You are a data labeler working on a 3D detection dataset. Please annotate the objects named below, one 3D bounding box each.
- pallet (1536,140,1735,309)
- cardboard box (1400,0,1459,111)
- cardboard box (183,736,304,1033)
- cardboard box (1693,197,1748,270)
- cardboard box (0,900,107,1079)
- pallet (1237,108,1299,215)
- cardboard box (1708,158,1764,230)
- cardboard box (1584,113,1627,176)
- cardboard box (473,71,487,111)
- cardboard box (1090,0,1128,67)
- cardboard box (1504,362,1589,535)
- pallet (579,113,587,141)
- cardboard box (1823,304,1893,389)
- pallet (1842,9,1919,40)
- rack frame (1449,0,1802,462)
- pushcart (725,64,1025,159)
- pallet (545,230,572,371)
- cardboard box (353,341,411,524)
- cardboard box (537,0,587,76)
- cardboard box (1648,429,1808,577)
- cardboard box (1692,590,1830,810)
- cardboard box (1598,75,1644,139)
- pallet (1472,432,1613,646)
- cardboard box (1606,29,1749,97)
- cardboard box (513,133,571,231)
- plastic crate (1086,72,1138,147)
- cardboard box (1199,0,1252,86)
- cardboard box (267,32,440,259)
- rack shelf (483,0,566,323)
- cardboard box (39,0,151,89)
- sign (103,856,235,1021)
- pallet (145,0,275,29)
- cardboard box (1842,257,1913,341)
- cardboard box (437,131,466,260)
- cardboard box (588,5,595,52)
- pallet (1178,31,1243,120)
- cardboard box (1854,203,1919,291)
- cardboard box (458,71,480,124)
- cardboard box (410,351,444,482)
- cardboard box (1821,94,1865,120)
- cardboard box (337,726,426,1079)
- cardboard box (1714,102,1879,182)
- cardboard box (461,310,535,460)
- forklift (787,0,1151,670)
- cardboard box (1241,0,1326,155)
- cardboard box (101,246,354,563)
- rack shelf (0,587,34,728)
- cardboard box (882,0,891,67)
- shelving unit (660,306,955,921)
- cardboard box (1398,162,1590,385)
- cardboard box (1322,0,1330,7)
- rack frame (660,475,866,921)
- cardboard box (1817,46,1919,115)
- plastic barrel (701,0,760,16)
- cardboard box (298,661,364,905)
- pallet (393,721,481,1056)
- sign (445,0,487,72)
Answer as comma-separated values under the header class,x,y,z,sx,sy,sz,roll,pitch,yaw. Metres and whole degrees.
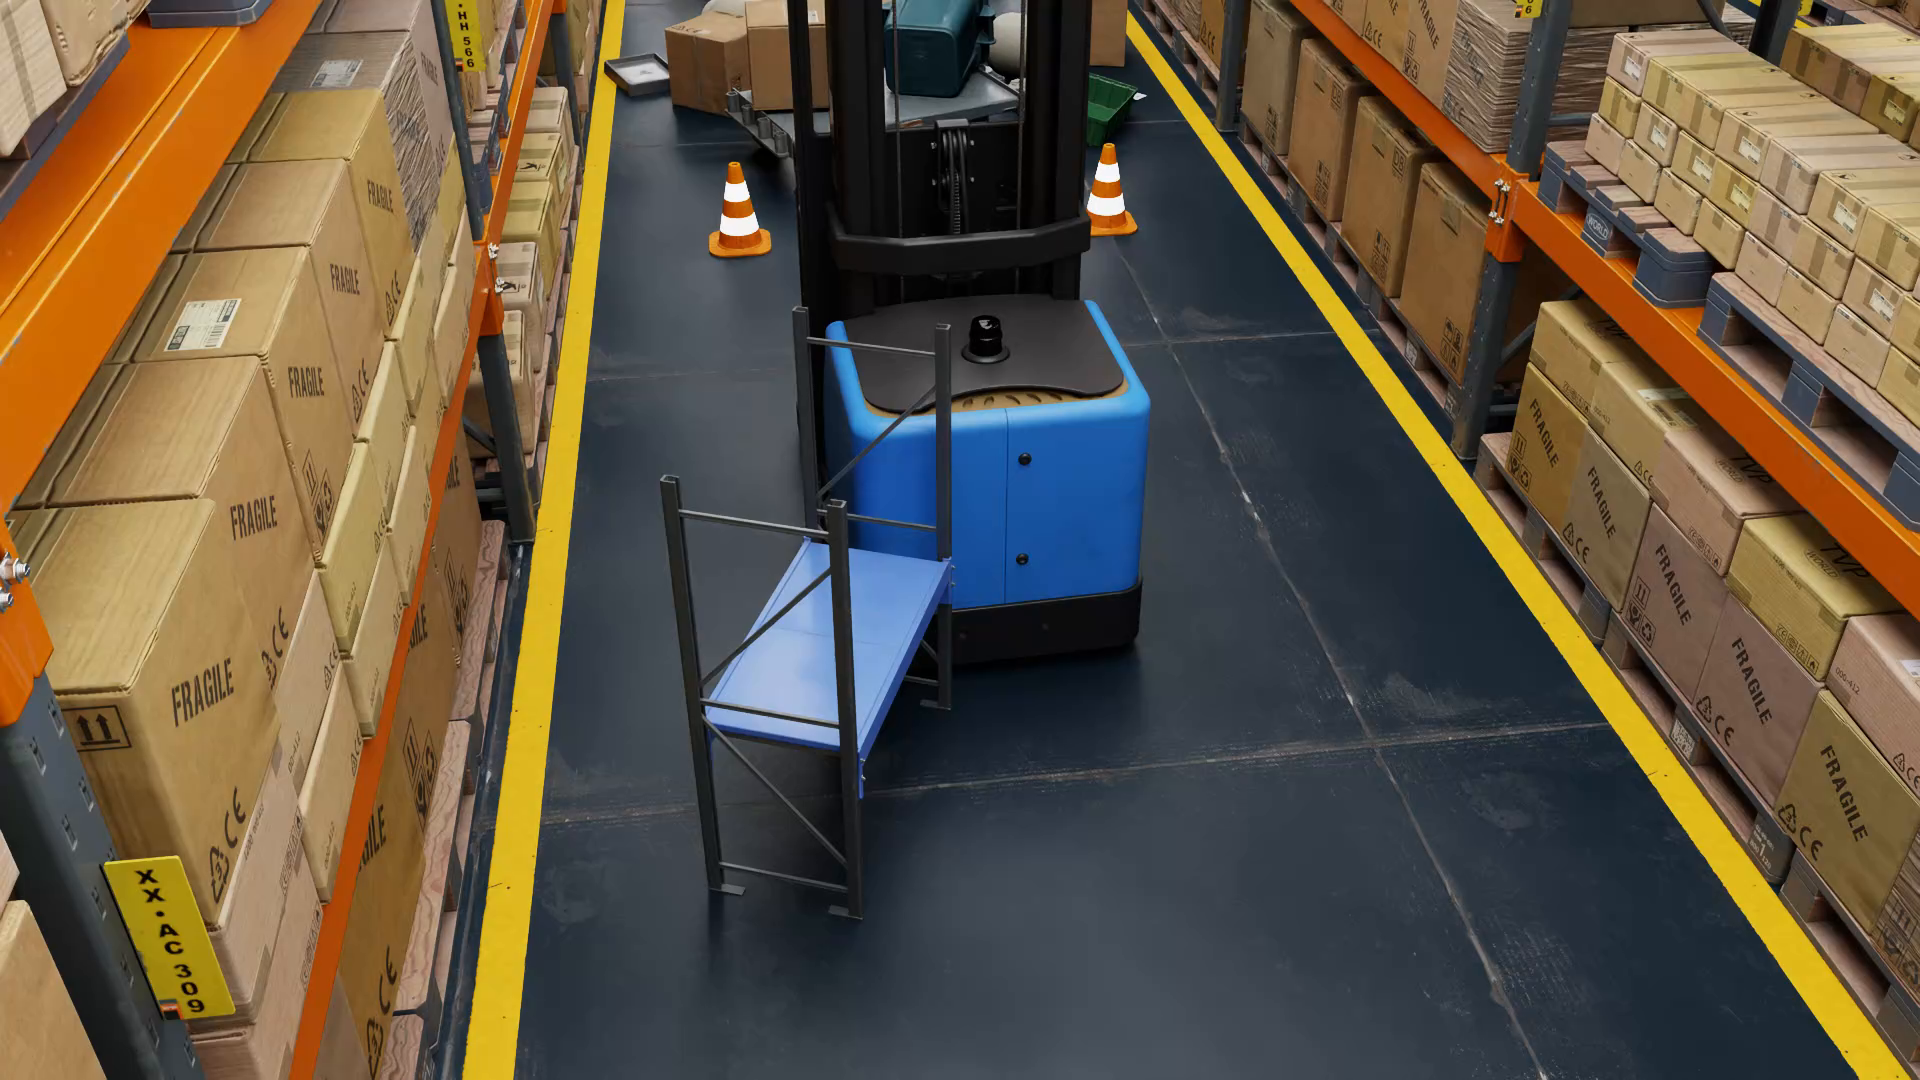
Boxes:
class,x,y,z,sx,sy,sz,roll,pitch,yaw
pallet,2.869,-1.183,5.992,1.213,0.211,1.003,-4,35,-6
cardboard box,2.275,-2.202,7.229,0.500,0.500,0.500,-4,35,-6
cardboard box,-1.466,0.600,2.895,0.500,0.250,0.500,-5,35,-8
cardboard box,2.638,-1.006,5.412,0.380,0.149,0.250,-3,34,-4
cardboard box,-1.349,0.800,1.936,0.500,0.500,0.500,-5,35,-7
pallet,2.308,-2.306,9.947,1.003,0.211,1.213,-4,35,-6
cardboard box,2.645,-1.119,5.314,0.380,0.149,0.250,-4,35,-6
cardboard box,2.527,-1.456,6.073,0.380,0.149,0.250,-5,35,-7
cardboard box,-2.079,-1.802,6.581,0.380,0.149,0.250,-7,35,-9
cardboard box,0.904,-3.640,11.646,0.500,0.500,0.500,1,34,2
cardboard box,2.510,-0.378,6.488,0.500,0.500,0.500,-6,35,-8
pallet,-2.887,-2.672,10.484,1.003,0.211,1.213,-4,35,-6
cardboard box,2.741,-0.571,4.775,0.380,0.149,0.250,-5,35,-8
pallet,6.933,-3.423,11.585,1.003,0.211,1.213,-4,35,-6
rack frame,2.667,-1.652,6.510,1.000,3.000,0.127,-4,35,-6
pushcart,-0.510,-2.569,10.185,1.648,0.377,0.936,-16,38,-23
pallet,-2.489,-1.183,8.299,1.003,0.211,1.213,-4,35,-6
cardboard box,-1.675,-0.254,4.148,0.500,0.250,0.500,-5,35,-8
cardboard box,-2.574,-3.149,10.110,0.500,0.500,0.500,-3,34,-4
cardboard box,2.642,-0.139,5.471,0.500,0.250,0.500,-4,34,-6
cardboard box,2.723,0.473,5.239,0.500,0.500,0.500,-5,35,-7
cardboard box,2.533,-1.559,5.961,0.380,0.149,0.250,-3,34,-4
pallet,2.771,-0.063,6.655,1.003,0.211,1.213,-4,35,-6
cardboard box,2.538,-1.692,5.891,0.380,0.149,0.250,-4,35,-6
cardboard box,-2.589,-1.847,8.757,0.950,0.372,0.625,-2,34,-3
plastic crate,0.808,-2.743,10.558,0.450,0.188,0.662,21,39,12
cardboard box,2.114,-3.535,10.788,0.875,0.875,0.875,-4,34,-6
cardboard box,-1.818,-1.120,4.754,0.500,0.500,0.500,-4,34,-6
rack shelf,-2.493,-2.039,7.717,1.077,0.370,4.000,-4,35,-6
cardboard box,-1.517,-0.956,2.364,0.500,0.500,0.500,-5,35,-7
sign,-1.136,0.579,2.398,0.100,0.325,0.005,-4,35,-6
pallet,-1.932,-1.403,3.649,1.003,0.211,1.213,-3,34,-4
cardboard box,2.748,-0.690,4.686,0.380,0.149,0.250,-3,34,-5
cardboard box,-1.907,-1.114,5.410,0.500,0.250,0.500,-4,35,-7
cardboard box,-2.731,-3.432,11.192,0.500,0.250,0.500,-5,35,-7
pallet,2.105,-3.162,11.202,1.003,0.211,1.213,-4,35,-6
cardboard box,2.746,-0.822,4.614,0.380,0.149,0.250,-5,35,-7
cardboard box,-2.055,-1.827,6.041,0.500,0.500,0.500,-5,35,-8
cardboard box,-1.763,-0.330,4.703,0.500,0.250,0.500,-5,35,-7
cardboard box,3.223,-1.454,5.806,0.380,0.149,0.250,-3,34,-5
cardboard box,-1.978,0.873,4.319,0.875,0.875,0.875,-3,34,-5
cardboard box,2.640,-1.260,5.257,0.380,0.149,0.250,-6,35,-8
cardboard box,-2.290,-0.624,6.962,0.950,0.372,0.625,-7,35,-10
forklift,-0.114,-1.560,6.437,1.130,2.935,3.031,-6,35,-9
cardboard box,2.302,-2.788,9.802,1.050,0.750,0.750,-5,35,-7
cardboard box,-1.621,-0.272,3.509,0.500,0.500,0.500,-5,35,-8
rack shelf,-1.417,1.186,0.322,1.077,0.370,4.000,-4,35,-6
cardboard box,-0.421,-3.399,11.171,0.797,0.637,0.503,-4,35,-6
shelving unit,-0.403,0.217,5.100,0.538,1.500,1.048,9,35,12
cardboard box,2.675,-1.242,7.534,1.050,0.750,0.750,-5,35,-7
cardboard box,2.067,-3.050,8.473,0.500,0.500,0.500,-5,35,-7
rack frame,-0.534,0.493,4.694,0.500,1.500,0.032,9,35,12
cardboard box,3.219,-1.588,5.738,0.380,0.149,0.250,-5,35,-7
plastic barrel,-1.522,-3.582,11.630,0.512,0.421,0.421,20,39,26
cardboard box,-1.555,0.520,3.457,0.500,0.250,0.500,-5,35,-8
pallet,-2.032,1.057,5.011,1.003,0.211,1.213,-4,35,-6
sign,-1.675,-1.743,5.615,0.100,0.325,0.005,-4,35,-6
